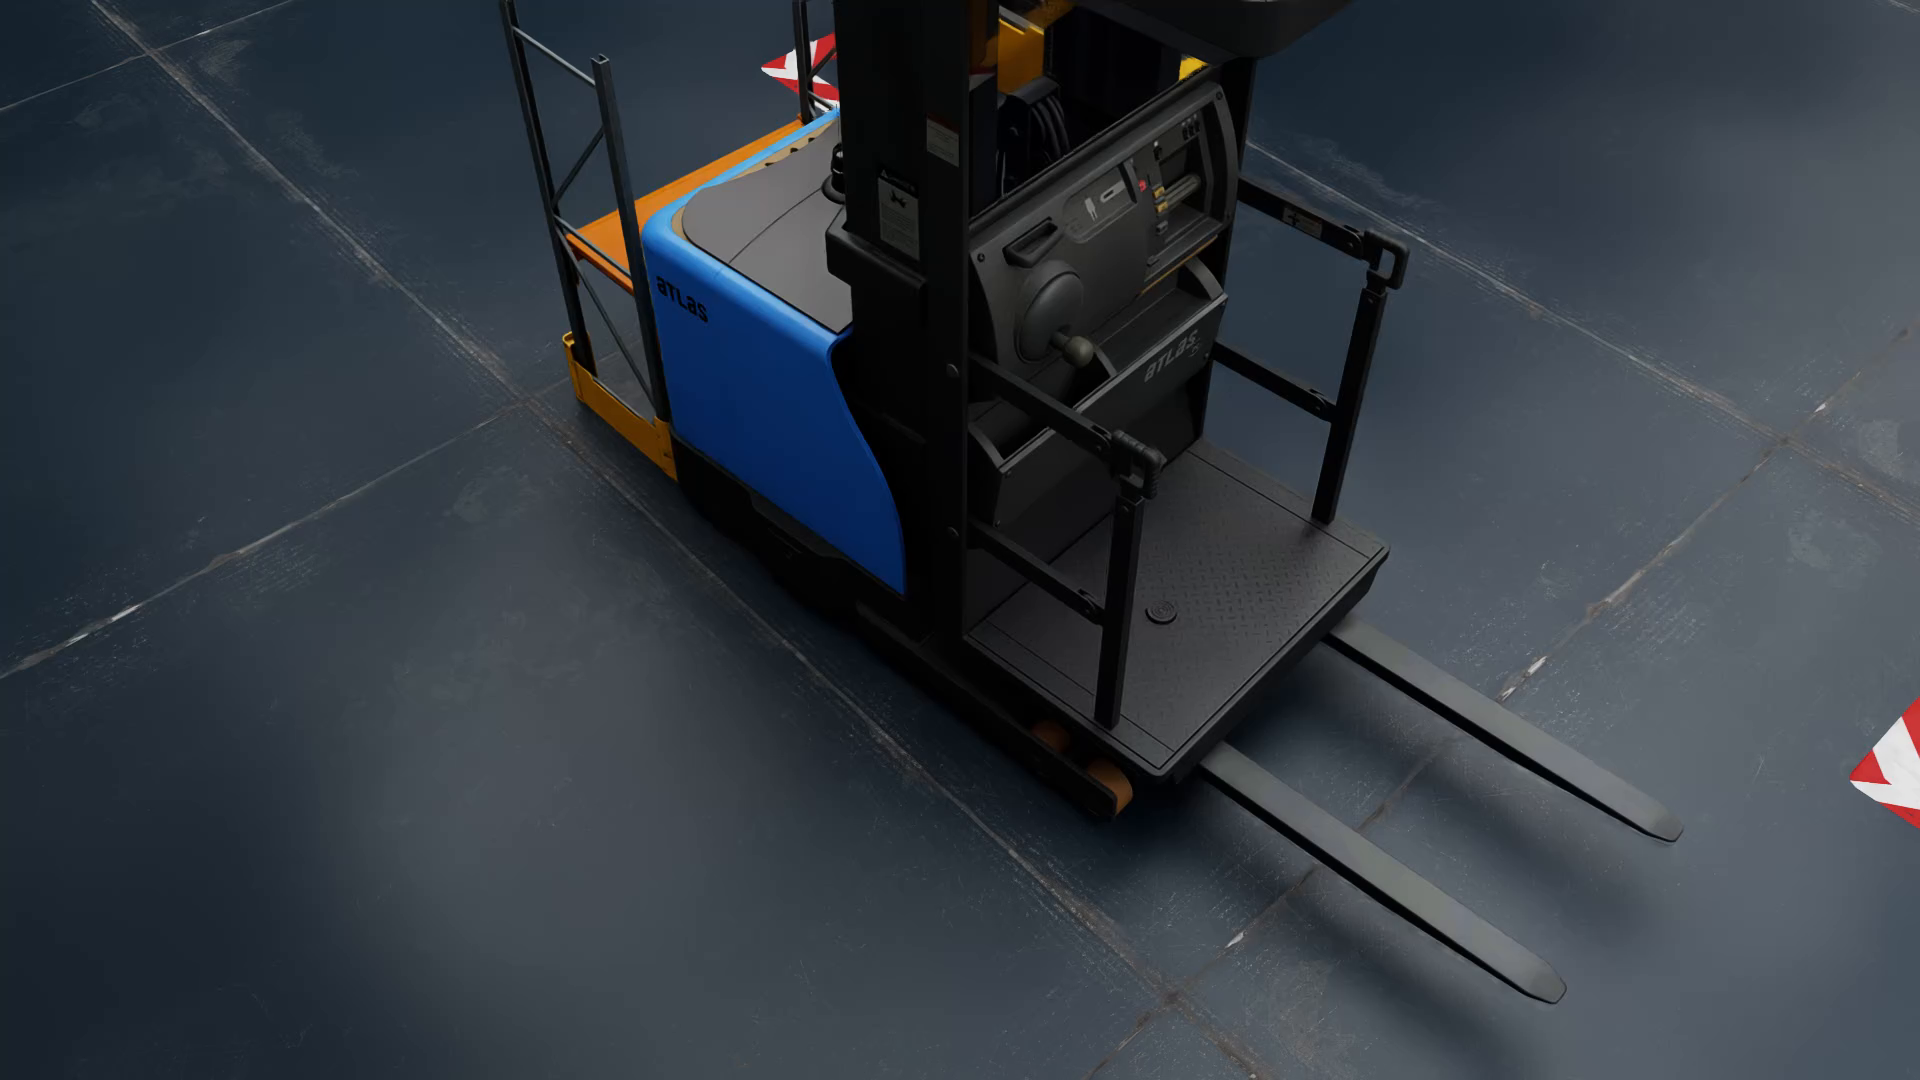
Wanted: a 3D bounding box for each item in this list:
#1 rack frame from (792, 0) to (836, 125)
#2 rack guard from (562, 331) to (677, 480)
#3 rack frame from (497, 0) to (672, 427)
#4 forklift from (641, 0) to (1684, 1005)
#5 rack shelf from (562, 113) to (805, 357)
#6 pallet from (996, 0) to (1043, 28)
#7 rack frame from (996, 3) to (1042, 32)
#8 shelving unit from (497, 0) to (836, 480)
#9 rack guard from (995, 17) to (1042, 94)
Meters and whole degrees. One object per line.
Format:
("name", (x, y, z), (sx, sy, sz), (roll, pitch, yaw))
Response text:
("rack frame", (-0.362, -1.390, 5.511), (0.032, 1.500, 0.500), (-35, 56, -28))
("rack guard", (-1.100, -0.453, 5.497), (0.087, 0.250, 0.587), (-35, 56, -28))
("rack frame", (-1.102, -0.878, 5.038), (0.032, 1.500, 0.500), (-35, 56, -28))
("forklift", (0.520, -0.677, 3.880), (3.031, 2.935, 1.130), (34, 56, 27))
("rack shelf", (-0.732, -1.012, 5.406), (1.000, 0.185, 0.538), (-35, 56, -28))
("pallet", (0.745, -2.564, 7.472), (1.213, 0.211, 1.003), (-34, 56, -27))
("rack frame", (0.206, -3.071, 6.043), (0.127, 3.000, 1.000), (-34, 56, -27))
("shelving unit", (-0.739, -1.130, 5.270), (1.083, 1.500, 0.587), (-35, 56, -28))
("rack guard", (0.188, -2.212, 6.951), (0.348, 0.500, 1.175), (-34, 56, -27))
